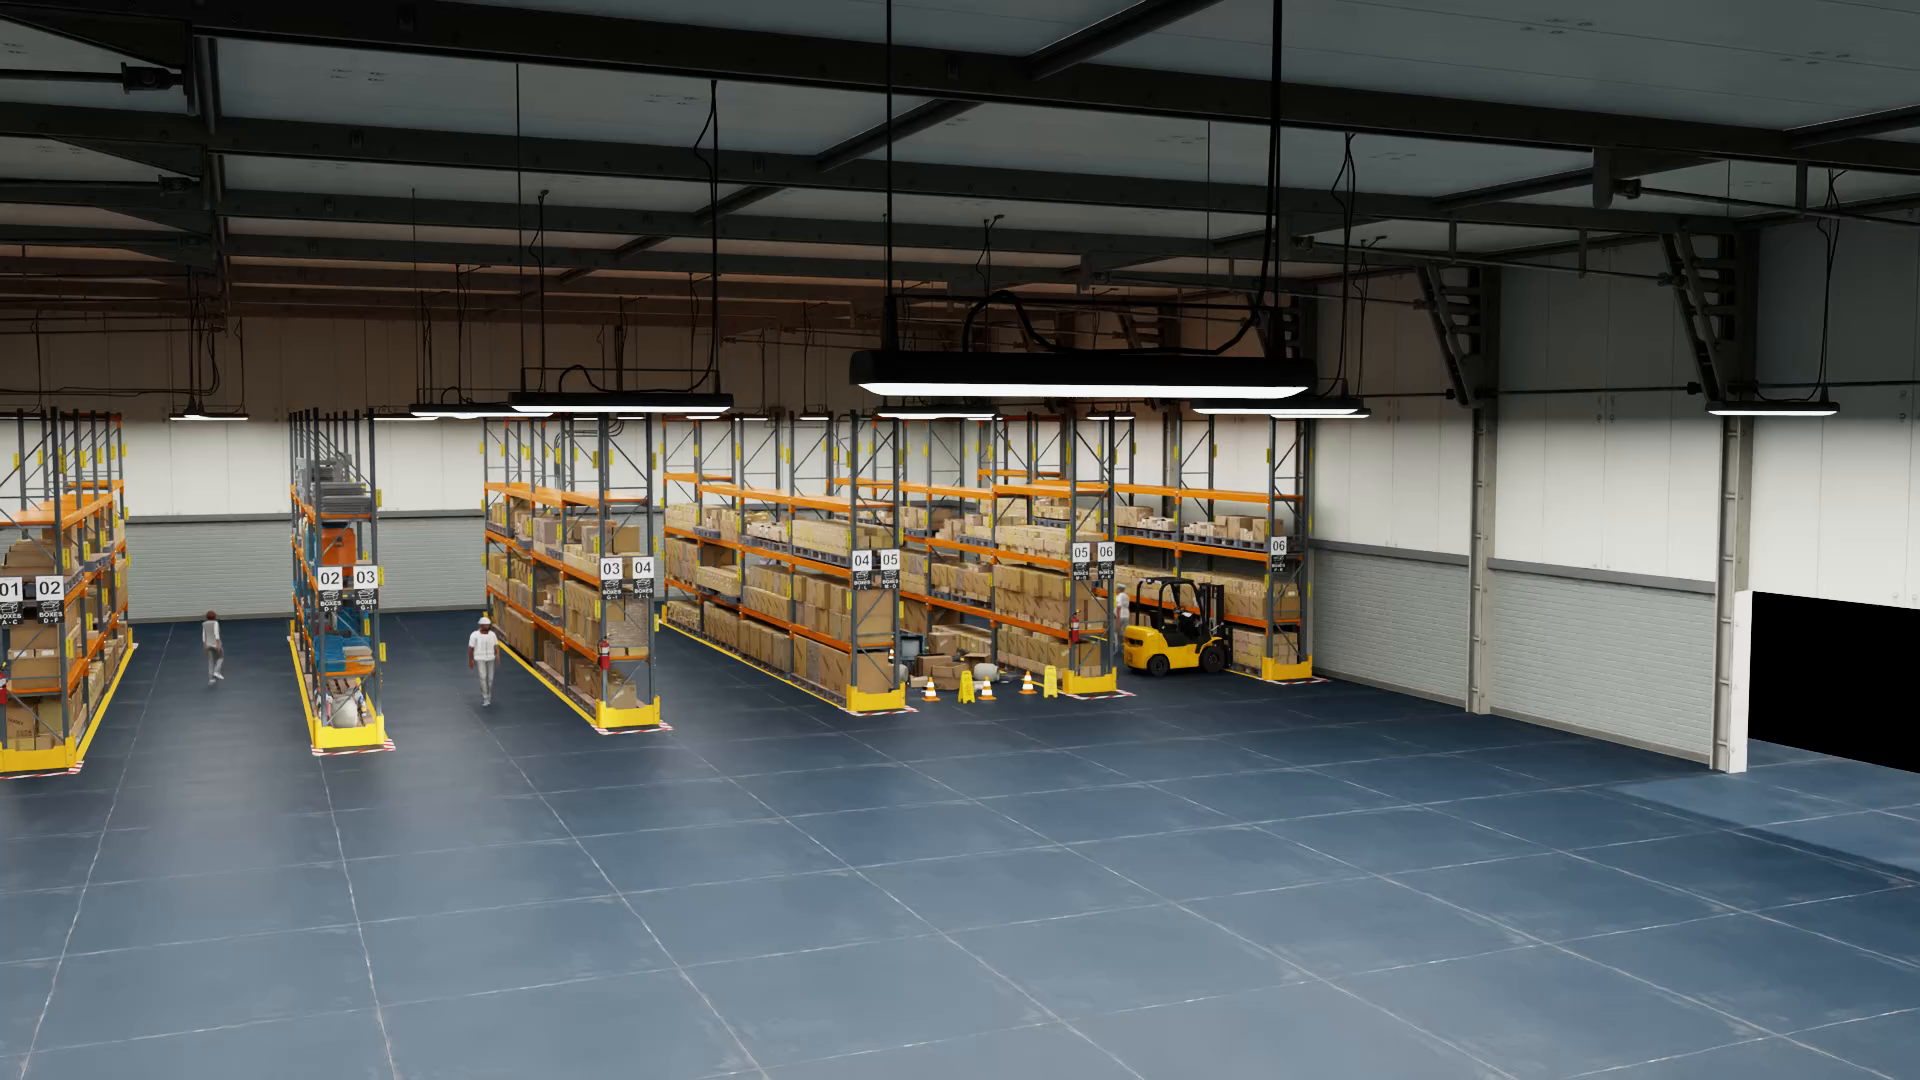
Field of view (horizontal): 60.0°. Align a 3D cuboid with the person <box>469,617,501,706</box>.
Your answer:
[{"bbox_3d":[-9.662,2.480,34.005,0.600,1.769,0.766,-3,5,-37],"label":"person"}]

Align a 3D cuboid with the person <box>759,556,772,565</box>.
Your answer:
[{"bbox_3d":[-6.178,1.191,52.863,0.477,1.626,0.658,3,5,35],"label":"person"}]

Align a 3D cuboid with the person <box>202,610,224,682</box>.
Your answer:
[{"bbox_3d":[-16.506,2.344,36.703,0.443,1.576,0.442,-1,4,-9],"label":"person"}]

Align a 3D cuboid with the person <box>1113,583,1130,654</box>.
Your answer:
[{"bbox_3d":[4.025,1.984,41.256,0.546,1.832,0.599,-3,5,-35],"label":"person"}]
